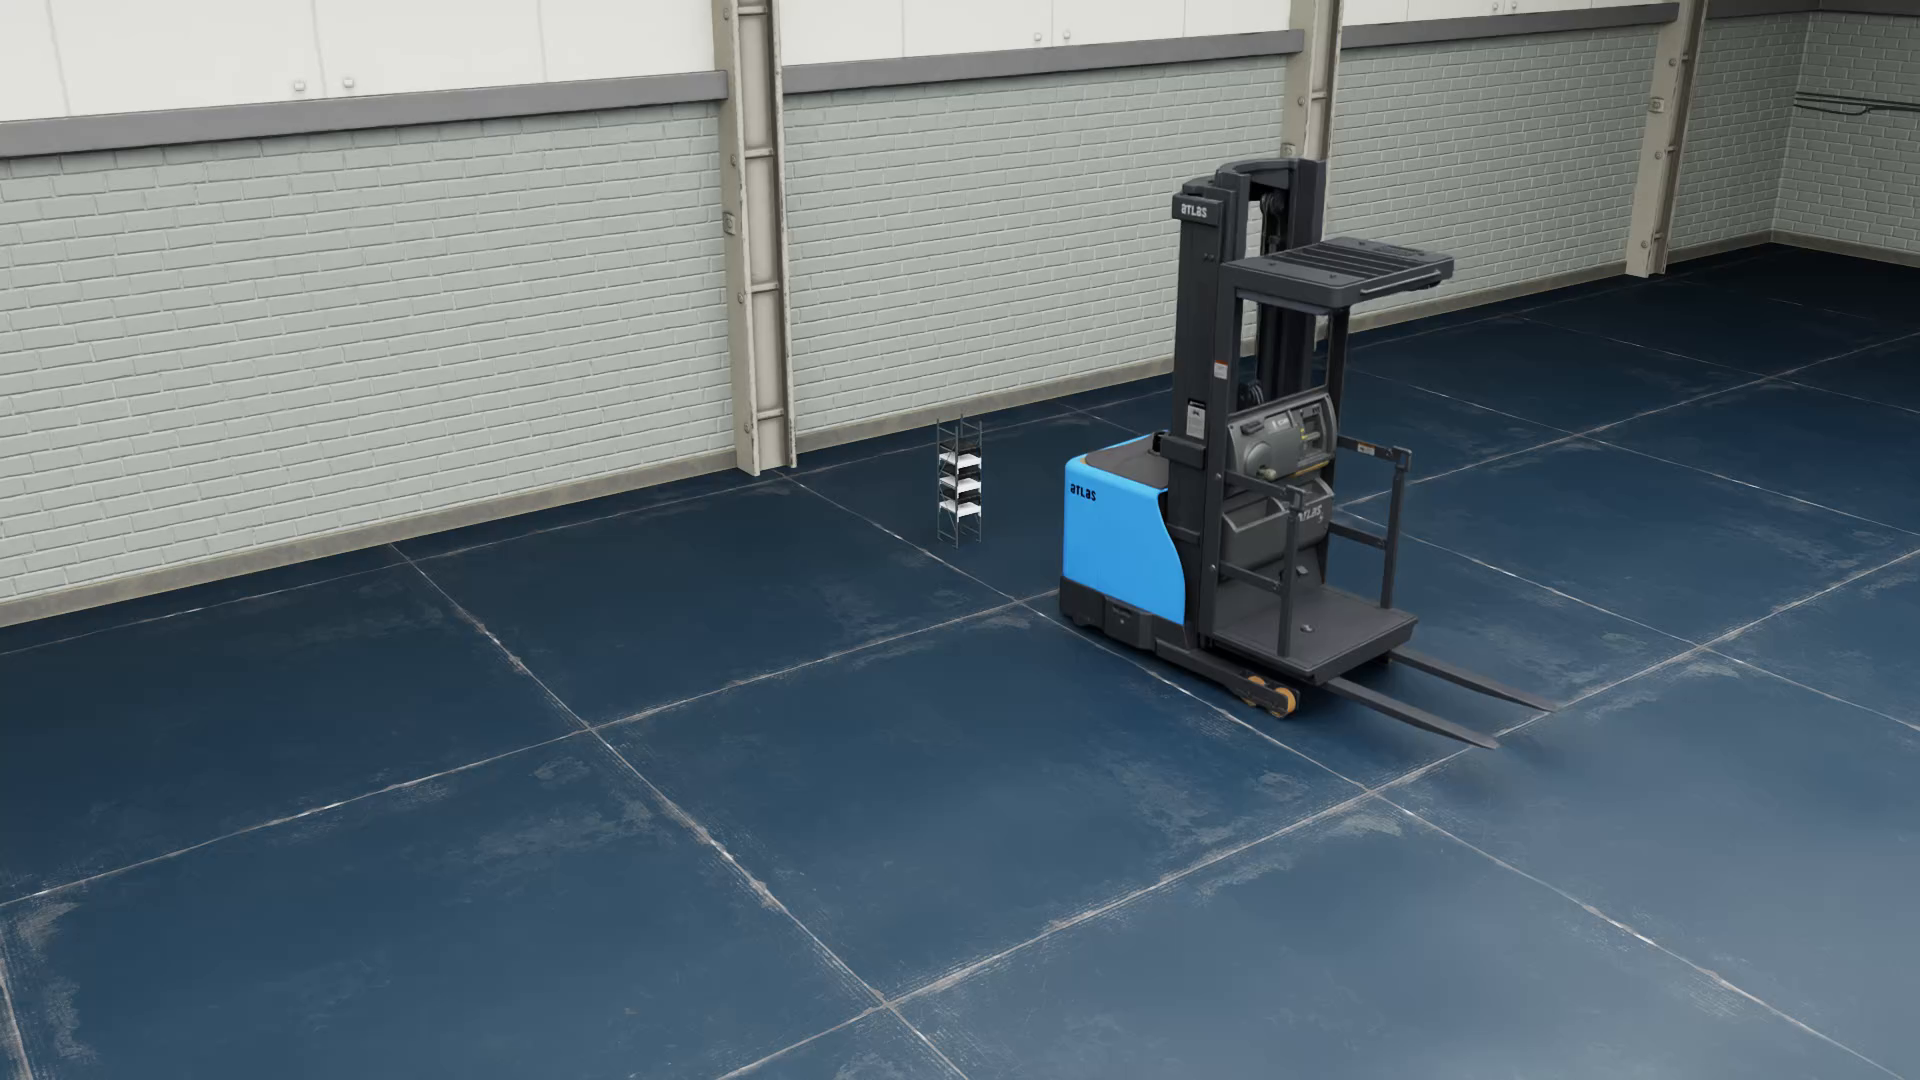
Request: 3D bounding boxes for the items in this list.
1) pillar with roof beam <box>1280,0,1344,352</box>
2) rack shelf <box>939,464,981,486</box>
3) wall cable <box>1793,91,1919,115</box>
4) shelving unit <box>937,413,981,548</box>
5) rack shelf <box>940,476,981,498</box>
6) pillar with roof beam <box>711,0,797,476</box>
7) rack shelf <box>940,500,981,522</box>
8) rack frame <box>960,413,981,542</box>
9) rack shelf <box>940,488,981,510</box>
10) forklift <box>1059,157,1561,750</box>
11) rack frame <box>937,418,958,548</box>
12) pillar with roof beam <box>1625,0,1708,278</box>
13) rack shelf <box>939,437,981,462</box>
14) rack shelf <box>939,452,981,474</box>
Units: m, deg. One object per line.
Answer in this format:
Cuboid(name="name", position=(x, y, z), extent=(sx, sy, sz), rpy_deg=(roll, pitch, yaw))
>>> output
Cuboid(name="pillar with roof beam", position=(5.826, -4.777, 11.726), extent=(0.400, 9.000, 9.100), rpy_deg=(-15, 26, -33))
Cuboid(name="rack shelf", position=(-0.007, -0.469, 11.704), extent=(0.200, 0.077, 0.258), rpy_deg=(-15, 26, -33))
Cuboid(name="wall cable", position=(11.346, -6.168, 19.403), extent=(0.112, 2.526, 3.097), rpy_deg=(-15, 26, -33))
Cuboid(name="shelving unit", position=(-0.007, -0.416, 11.725), extent=(0.210, 0.900, 0.258), rpy_deg=(-15, 26, -33))
Cuboid(name="rack shelf", position=(-0.007, -0.385, 11.738), extent=(0.200, 0.077, 0.258), rpy_deg=(-15, 26, -33))
Cuboid(name="pillar with roof beam", position=(0.955, -3.478, 8.471), extent=(0.400, 9.000, 9.100), rpy_deg=(-15, 26, -33))
Cuboid(name="rack shelf", position=(-0.007, -0.218, 11.804), extent=(0.200, 0.077, 0.258), rpy_deg=(-15, 26, -33))
Cuboid(name="rack frame", position=(0.076, -0.438, 11.780), extent=(0.006, 0.900, 0.240), rpy_deg=(-15, 26, -33))
Cuboid(name="rack shelf", position=(-0.007, -0.302, 11.771), extent=(0.200, 0.077, 0.258), rpy_deg=(-15, 26, -33))
Cuboid(name="forklift", position=(1.993, -0.573, 9.379), extent=(1.130, 2.935, 3.031), rpy_deg=(-19, 28, -39))
Cuboid(name="rack frame", position=(-0.089, -0.394, 11.670), extent=(0.006, 0.900, 0.240), rpy_deg=(-15, 26, -33))
Cuboid(name="pillar with roof beam", position=(10.696, -6.076, 14.980), extent=(0.400, 9.000, 9.100), rpy_deg=(-15, 26, -33))
Cuboid(name="rack shelf", position=(-0.007, -0.636, 11.637), extent=(0.200, 0.077, 0.258), rpy_deg=(-15, 26, -33))
Cuboid(name="rack shelf", position=(-0.007, -0.552, 11.671), extent=(0.200, 0.077, 0.258), rpy_deg=(-15, 26, -33))
